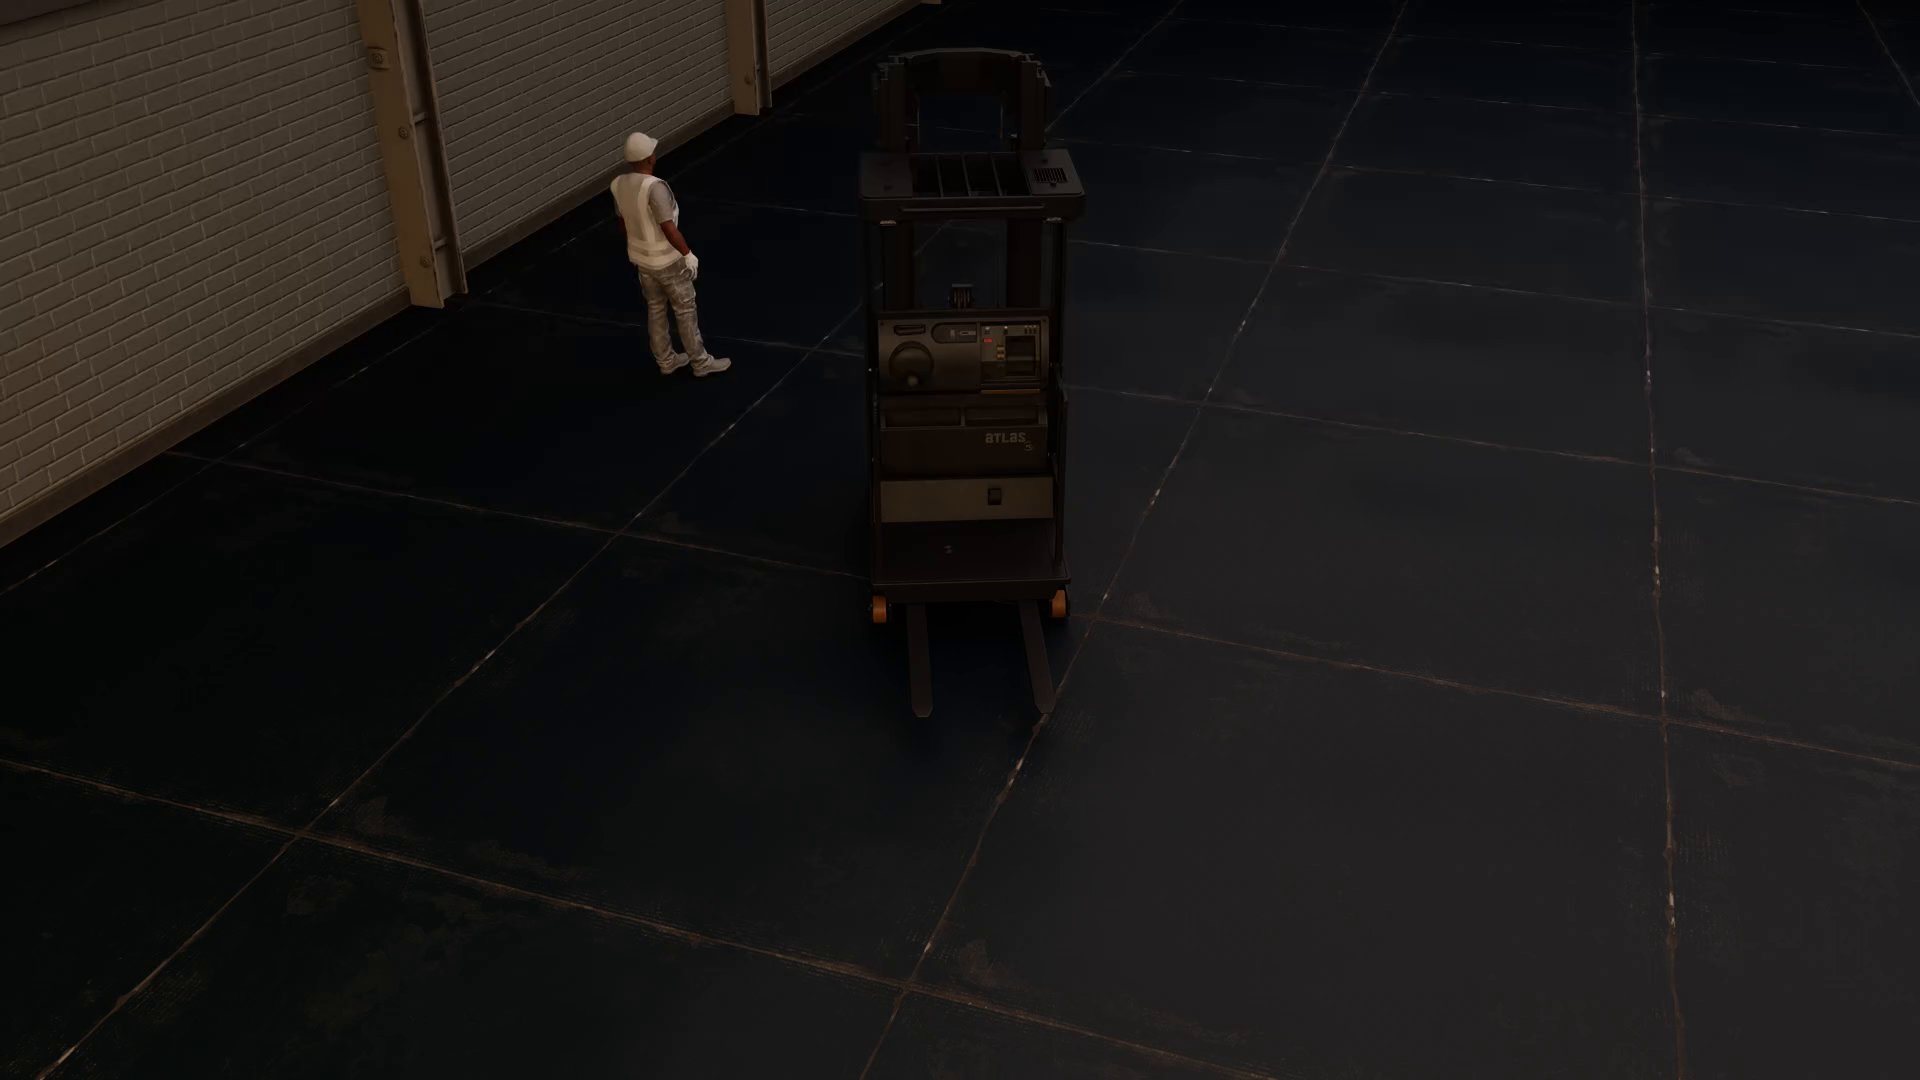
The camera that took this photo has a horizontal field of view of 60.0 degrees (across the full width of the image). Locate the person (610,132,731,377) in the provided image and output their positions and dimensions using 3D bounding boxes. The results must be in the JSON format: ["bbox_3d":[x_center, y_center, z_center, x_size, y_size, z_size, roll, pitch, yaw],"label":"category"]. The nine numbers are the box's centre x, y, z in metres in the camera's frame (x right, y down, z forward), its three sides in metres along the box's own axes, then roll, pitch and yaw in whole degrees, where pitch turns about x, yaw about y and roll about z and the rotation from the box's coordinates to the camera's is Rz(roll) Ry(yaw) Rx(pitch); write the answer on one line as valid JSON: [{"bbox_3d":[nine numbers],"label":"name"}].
[{"bbox_3d":[-2.090,-2.042,11.862,0.657,1.783,0.578,22,37,34],"label":"person"}]

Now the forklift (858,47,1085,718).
[{"bbox_3d":[0.035,-0.972,8.842,1.130,2.935,3.031,-2,30,-3],"label":"forklift"}]
